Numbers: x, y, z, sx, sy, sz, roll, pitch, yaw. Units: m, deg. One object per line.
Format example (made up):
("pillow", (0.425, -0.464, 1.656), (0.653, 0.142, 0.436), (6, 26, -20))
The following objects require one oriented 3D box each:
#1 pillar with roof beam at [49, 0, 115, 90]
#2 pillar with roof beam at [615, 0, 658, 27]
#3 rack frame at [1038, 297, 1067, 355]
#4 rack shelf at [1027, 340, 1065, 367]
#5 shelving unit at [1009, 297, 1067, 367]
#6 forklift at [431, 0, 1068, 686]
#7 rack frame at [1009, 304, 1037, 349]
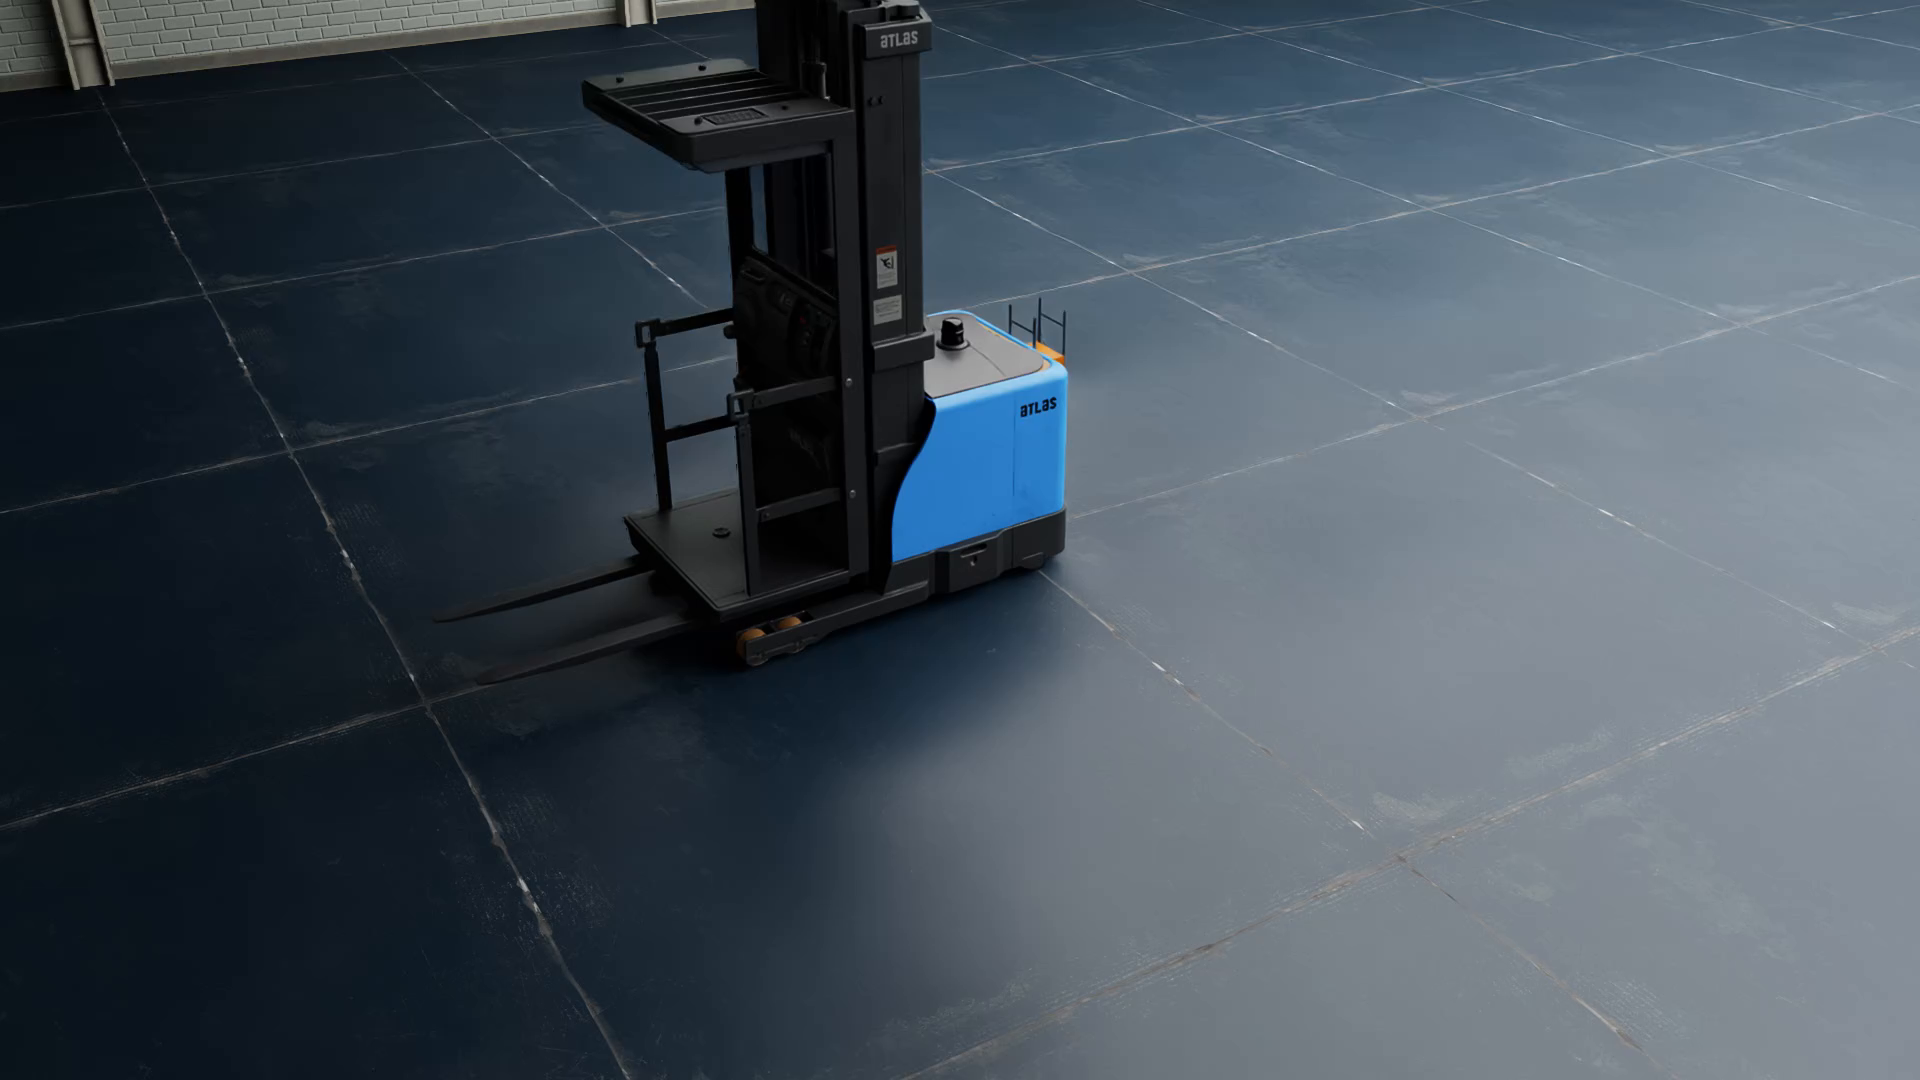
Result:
("pillar with roof beam", (-6.879, -6.907, 11.952), (0.400, 9.000, 9.100), (-16, 33, -26))
("pillar with roof beam", (-1.706, -8.376, 14.614), (0.400, 9.000, 9.100), (-16, 33, -26))
("rack frame", (0.469, -0.670, 8.723), (0.006, 1.200, 0.240), (-17, 33, -28))
("rack shelf", (0.392, -0.923, 8.527), (0.180, 0.103, 0.258), (-17, 33, -28))
("shelving unit", (0.392, -0.646, 8.679), (0.189, 1.200, 0.258), (-17, 33, -28))
("forklift", (-0.979, -0.994, 7.518), (3.031, 2.935, 1.130), (-17, 33, -28))
("rack frame", (0.315, -0.623, 8.636), (0.006, 1.200, 0.240), (-17, 33, -28))
